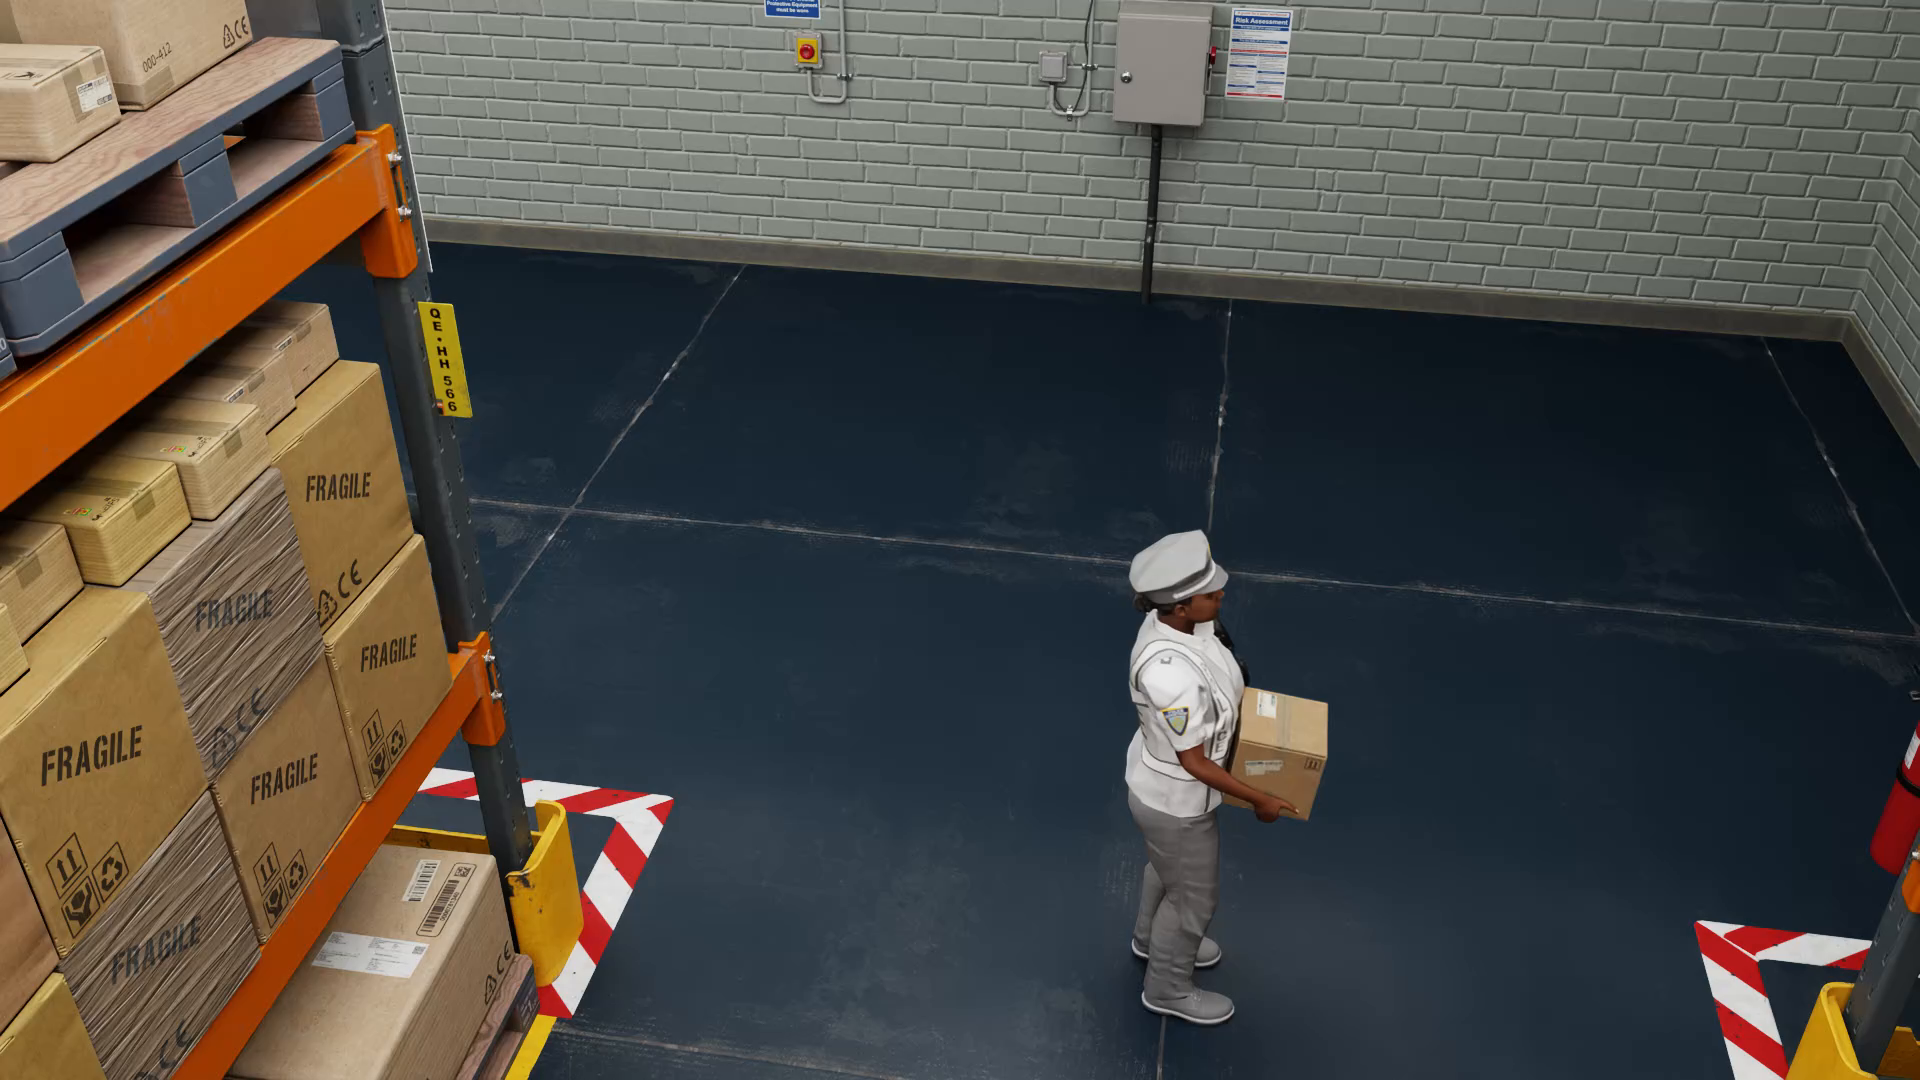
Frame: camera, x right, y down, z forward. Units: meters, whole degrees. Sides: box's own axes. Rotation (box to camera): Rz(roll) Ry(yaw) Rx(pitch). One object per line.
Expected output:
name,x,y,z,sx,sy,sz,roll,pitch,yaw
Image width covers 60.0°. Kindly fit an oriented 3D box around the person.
person,0.734,0.733,4.967,0.539,1.687,0.450,6,33,9
